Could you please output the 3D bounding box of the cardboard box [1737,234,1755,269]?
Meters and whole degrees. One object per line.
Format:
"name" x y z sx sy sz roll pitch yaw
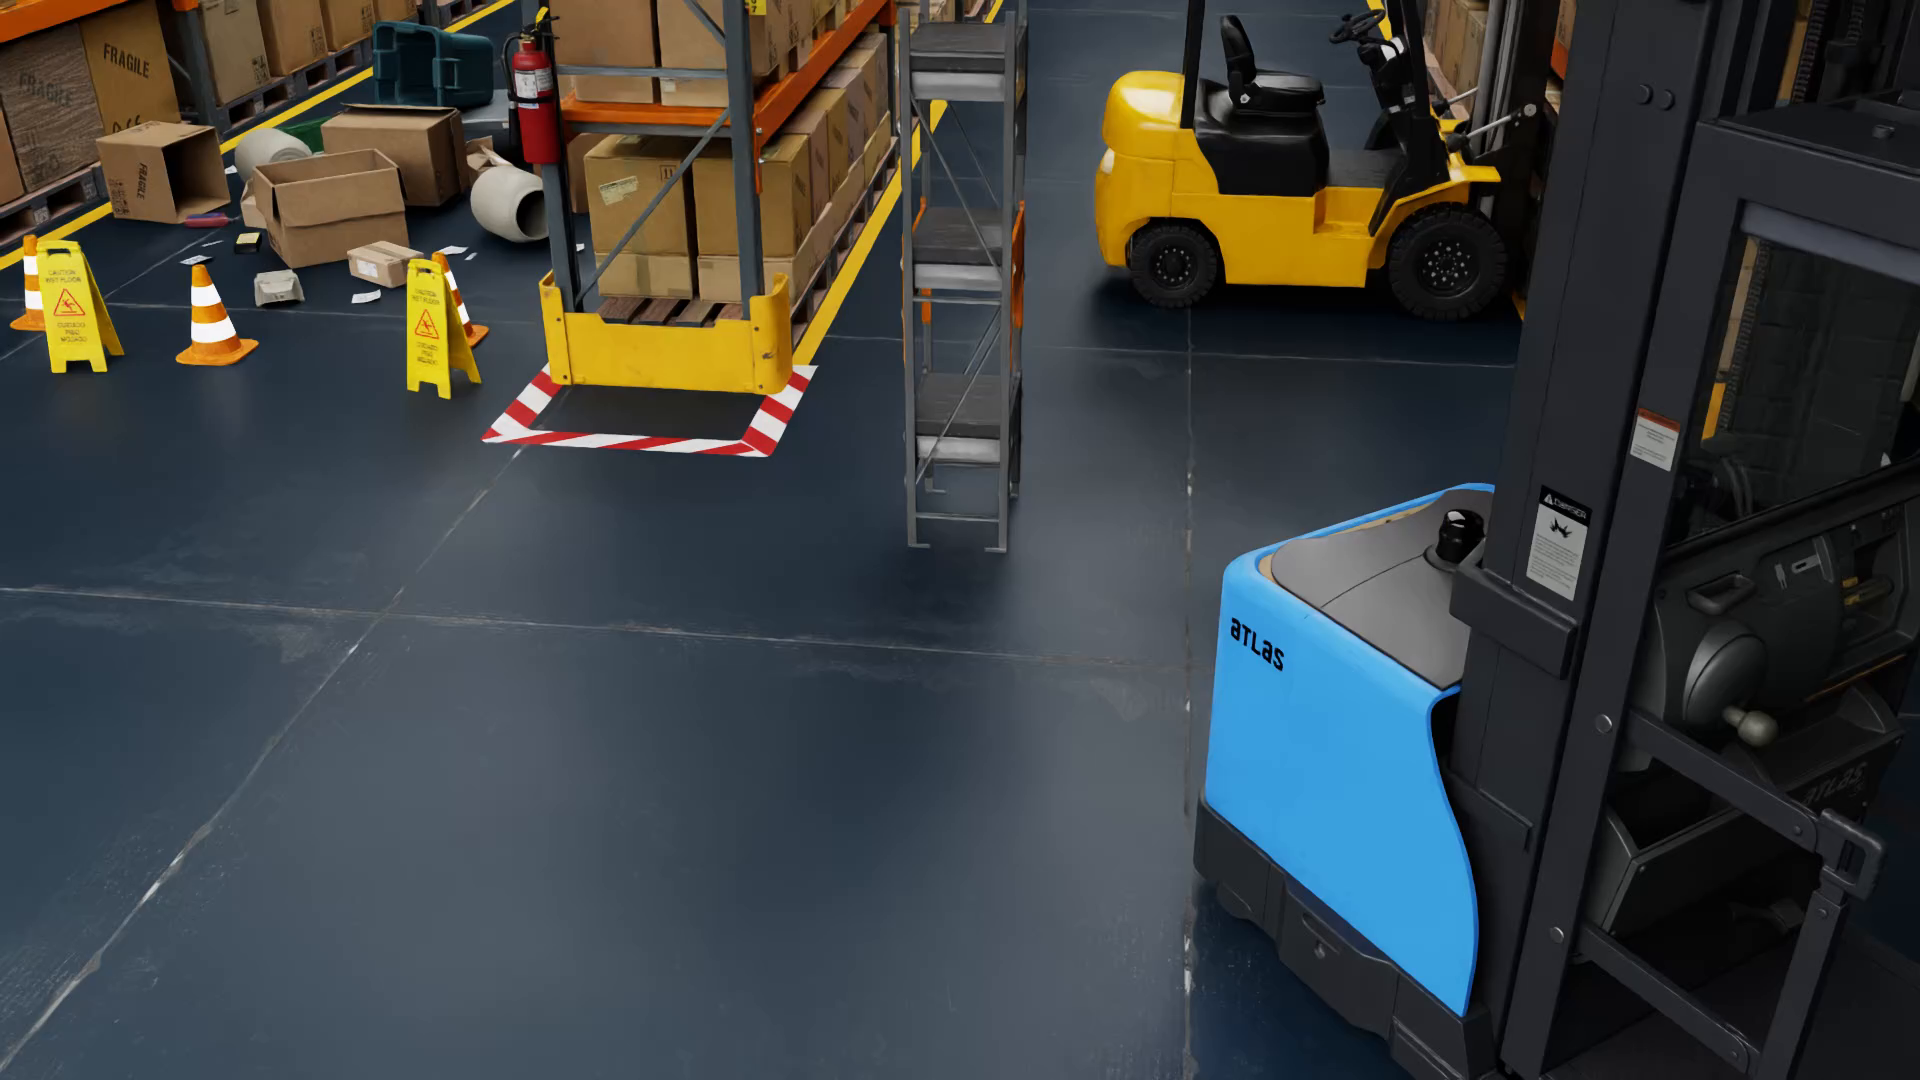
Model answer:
"cardboard box" 3.736 -1.444 7.669 0.500 0.250 0.500 3 28 5

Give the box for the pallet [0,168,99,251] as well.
"pallet" -6.190 -2.066 10.363 1.003 0.211 1.213 3 28 6

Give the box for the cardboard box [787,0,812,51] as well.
"cardboard box" -1.044 -2.726 8.229 0.500 0.500 0.500 4 29 8

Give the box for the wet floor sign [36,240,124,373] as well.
"wet floor sign" -4.401 -1.175 8.251 0.267 0.644 0.232 -1 28 -3

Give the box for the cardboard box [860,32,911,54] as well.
"cardboard box" -0.801 -3.597 12.592 0.950 0.372 0.625 5 29 9

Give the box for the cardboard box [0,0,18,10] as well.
"cardboard box" -6.099 -3.352 9.652 0.875 0.550 0.500 3 28 6

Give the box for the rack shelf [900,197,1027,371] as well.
"rack shelf" 0.020 -0.990 6.403 0.431 0.518 0.480 3 28 6

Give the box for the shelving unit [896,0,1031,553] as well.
"shelving unit" 0.020 -1.002 6.397 0.431 2.100 0.503 3 28 6

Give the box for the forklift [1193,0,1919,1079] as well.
"forklift" 1.870 0.186 3.315 1.130 2.935 3.031 -16 32 -27

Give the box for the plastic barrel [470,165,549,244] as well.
"plastic barrel" -2.687 -2.026 10.065 0.421 0.421 0.512 -24 36 -37

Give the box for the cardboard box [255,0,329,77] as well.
"cardboard box" -5.764 -4.169 13.255 1.050 0.750 0.750 3 28 6

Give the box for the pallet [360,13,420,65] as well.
"pallet" -5.554 -4.512 14.902 1.003 0.211 1.213 3 28 6

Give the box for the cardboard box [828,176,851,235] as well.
"cardboard box" -0.940 -1.936 9.637 0.500 0.250 0.500 5 29 10

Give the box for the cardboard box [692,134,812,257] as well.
"cardboard box" -1.062 -1.780 8.557 0.500 0.500 0.500 2 28 4

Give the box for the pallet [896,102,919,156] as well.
"pallet" -0.854 -3.122 12.323 1.003 0.211 1.213 3 28 6

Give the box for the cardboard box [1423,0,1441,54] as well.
"cardboard box" 4.379 -4.426 13.864 0.875 0.625 0.625 4 29 8

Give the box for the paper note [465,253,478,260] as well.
"paper note" -2.897 -1.682 9.862 0.032 0.001 0.123 3 28 6

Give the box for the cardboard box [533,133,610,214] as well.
"cardboard box" -2.429 -2.459 10.784 0.500 0.500 0.500 -24 36 -37

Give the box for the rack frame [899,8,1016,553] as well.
"rack frame" -0.010 -0.887 6.183 0.400 2.100 0.015 3 28 6

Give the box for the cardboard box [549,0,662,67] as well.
"cardboard box" -1.645 -2.547 7.896 0.500 0.500 0.500 3 28 5

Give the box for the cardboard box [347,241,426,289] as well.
"cardboard box" -3.282 -1.579 9.525 0.380 0.149 0.250 20 34 32

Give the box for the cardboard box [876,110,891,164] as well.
"cardboard box" -0.753 -2.664 10.988 0.500 0.250 0.500 5 29 9

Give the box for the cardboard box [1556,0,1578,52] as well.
"cardboard box" 3.475 -2.827 8.729 0.500 0.500 0.500 4 29 7

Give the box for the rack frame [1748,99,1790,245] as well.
"rack frame" 3.489 -1.814 6.954 1.000 3.000 0.127 3 28 6

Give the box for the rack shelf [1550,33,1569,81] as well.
"rack shelf" 3.734 -2.438 8.872 1.077 0.370 4.000 3 28 6

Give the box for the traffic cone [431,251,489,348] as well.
"traffic cone" -2.665 -1.261 8.603 0.336 0.463 0.334 3 28 6

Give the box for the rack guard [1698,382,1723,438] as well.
"rack guard" 3.486 -0.702 7.526 1.175 0.500 0.348 3 28 6

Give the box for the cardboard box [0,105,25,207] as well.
"cardboard box" -6.239 -2.327 9.705 0.875 0.875 0.875 3 28 5

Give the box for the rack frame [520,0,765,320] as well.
"rack frame" -1.438 -2.100 7.486 1.000 3.000 0.127 3 28 6

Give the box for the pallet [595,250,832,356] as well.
"pallet" -1.294 -1.289 8.920 1.003 0.211 1.213 3 28 6

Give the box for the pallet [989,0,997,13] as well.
"pallet" -0.134 -5.578 16.881 1.003 0.211 1.213 3 28 6

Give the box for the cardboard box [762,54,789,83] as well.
"cardboard box" -1.061 -2.378 8.265 0.380 0.149 0.250 2 28 5

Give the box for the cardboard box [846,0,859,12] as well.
"cardboard box" -0.806 -3.225 9.839 0.380 0.149 0.250 3 28 5

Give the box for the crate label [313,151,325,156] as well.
"crate label" -4.364 -2.555 11.349 0.298 0.136 0.250 -17 33 -29

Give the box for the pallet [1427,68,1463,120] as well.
"pallet" 4.178 -3.394 12.827 1.003 0.211 1.213 3 28 6

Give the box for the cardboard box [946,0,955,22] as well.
"cardboard box" -0.537 -4.629 14.507 0.950 0.372 0.625 1 28 3

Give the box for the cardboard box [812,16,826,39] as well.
"cardboard box" -0.951 -2.868 9.176 0.380 0.149 0.250 3 28 5

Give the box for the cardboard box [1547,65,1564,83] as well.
"cardboard box" 3.536 -2.662 9.930 0.500 0.250 0.500 3 28 6

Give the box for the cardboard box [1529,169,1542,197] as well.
"cardboard box" 3.418 -1.970 9.174 0.500 0.250 0.500 3 28 6

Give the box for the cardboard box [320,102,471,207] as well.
"cardboard box" -3.629 -2.476 10.672 0.797 0.637 0.503 3 28 6

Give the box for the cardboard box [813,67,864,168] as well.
"cardboard box" -0.876 -2.514 9.919 0.500 0.500 0.500 5 29 9

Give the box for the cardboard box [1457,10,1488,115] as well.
"cardboard box" 4.135 -3.447 12.047 0.875 0.625 0.625 3 28 6

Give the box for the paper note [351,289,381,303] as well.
"paper note" -3.297 -1.354 9.231 0.148 0.019 0.142 -6 29 -11

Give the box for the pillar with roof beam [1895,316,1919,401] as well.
"pillar with roof beam" 0.196 -4.980 6.507 9.100 9.000 0.400 3 28 6

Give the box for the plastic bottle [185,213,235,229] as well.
"plastic bottle" -4.681 -2.000 10.397 0.283 0.061 0.133 -6 29 -11

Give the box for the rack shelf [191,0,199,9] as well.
"rack shelf" -5.628 -4.848 13.345 1.077 0.370 4.000 3 28 6

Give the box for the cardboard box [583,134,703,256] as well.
"cardboard box" -1.598 -1.797 8.589 0.500 0.500 0.500 4 29 7

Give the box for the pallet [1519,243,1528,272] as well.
"pallet" 3.693 -1.521 9.351 1.003 0.211 1.213 3 28 6
